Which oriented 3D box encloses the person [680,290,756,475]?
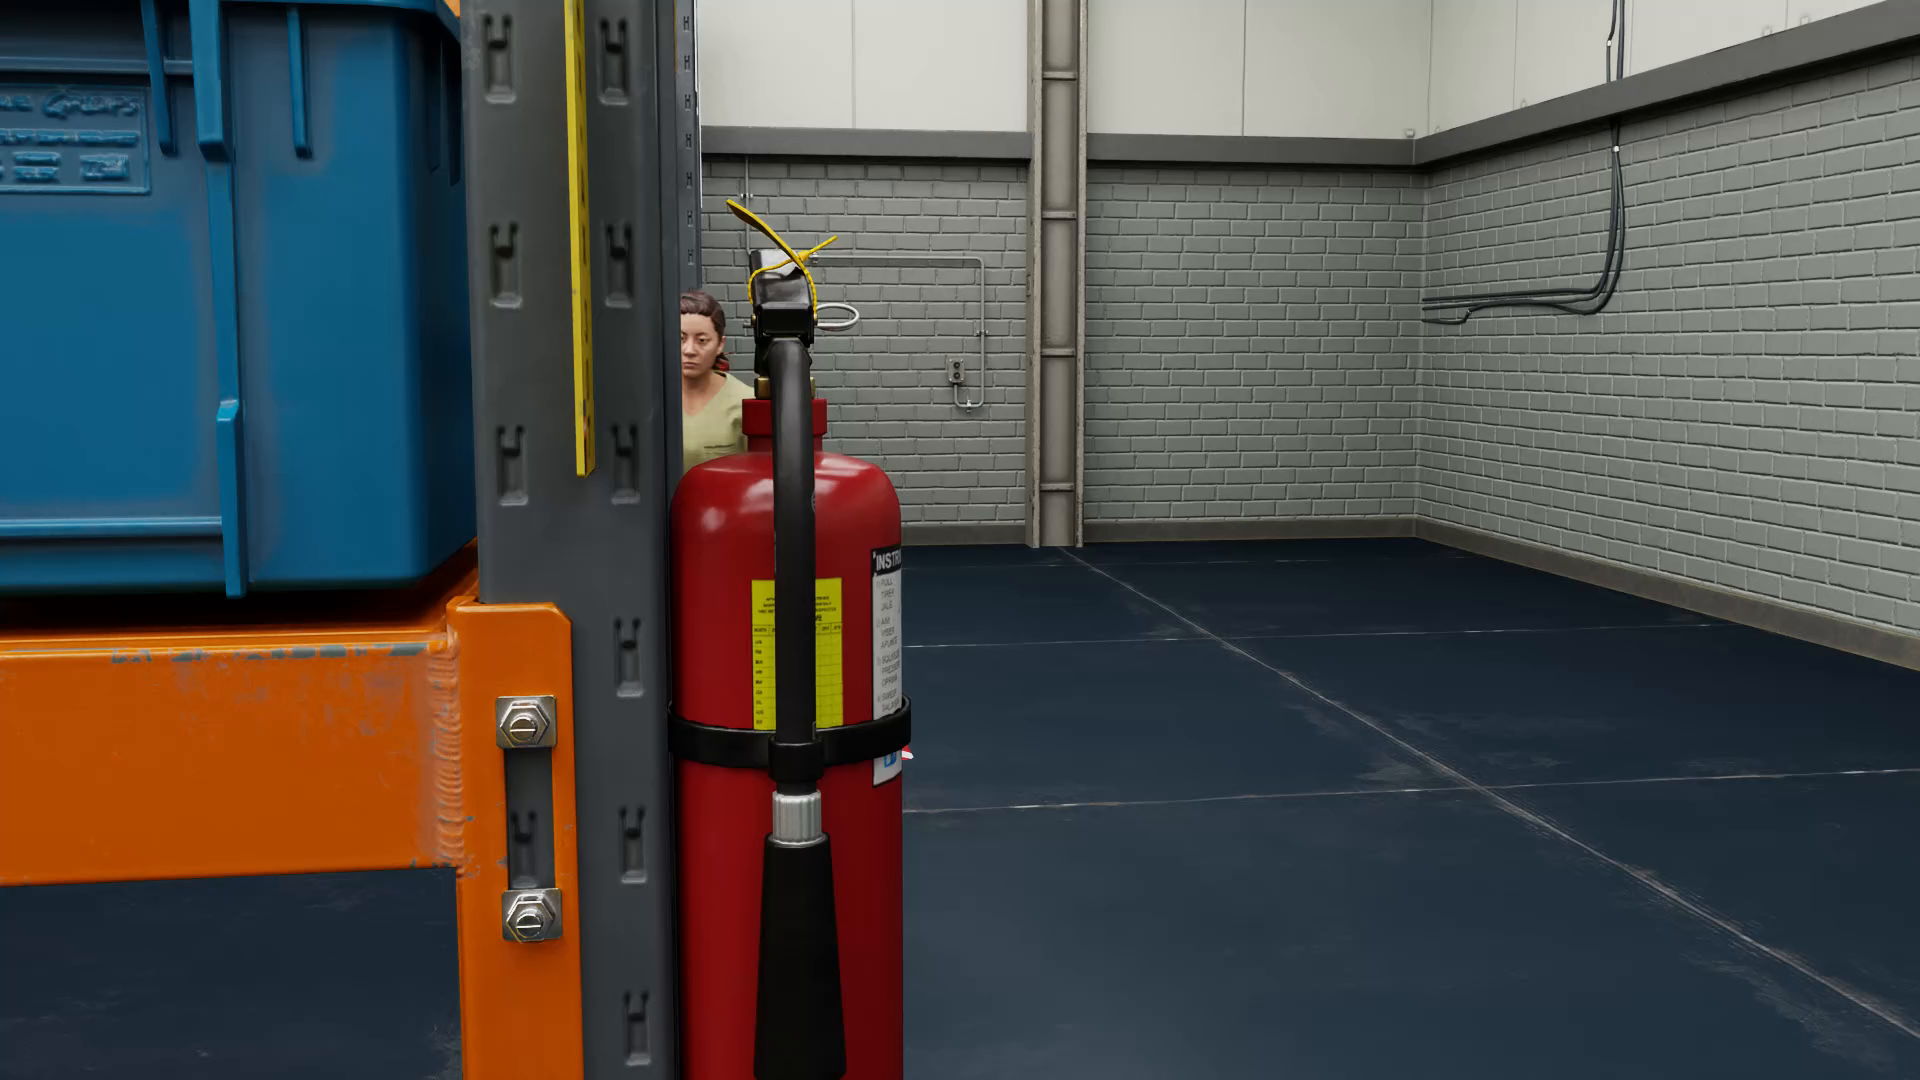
[{"bbox_3d":[-0.796,0.090,5.019,0.503,1.672,0.351,0,7,-1],"label":"person"}]
